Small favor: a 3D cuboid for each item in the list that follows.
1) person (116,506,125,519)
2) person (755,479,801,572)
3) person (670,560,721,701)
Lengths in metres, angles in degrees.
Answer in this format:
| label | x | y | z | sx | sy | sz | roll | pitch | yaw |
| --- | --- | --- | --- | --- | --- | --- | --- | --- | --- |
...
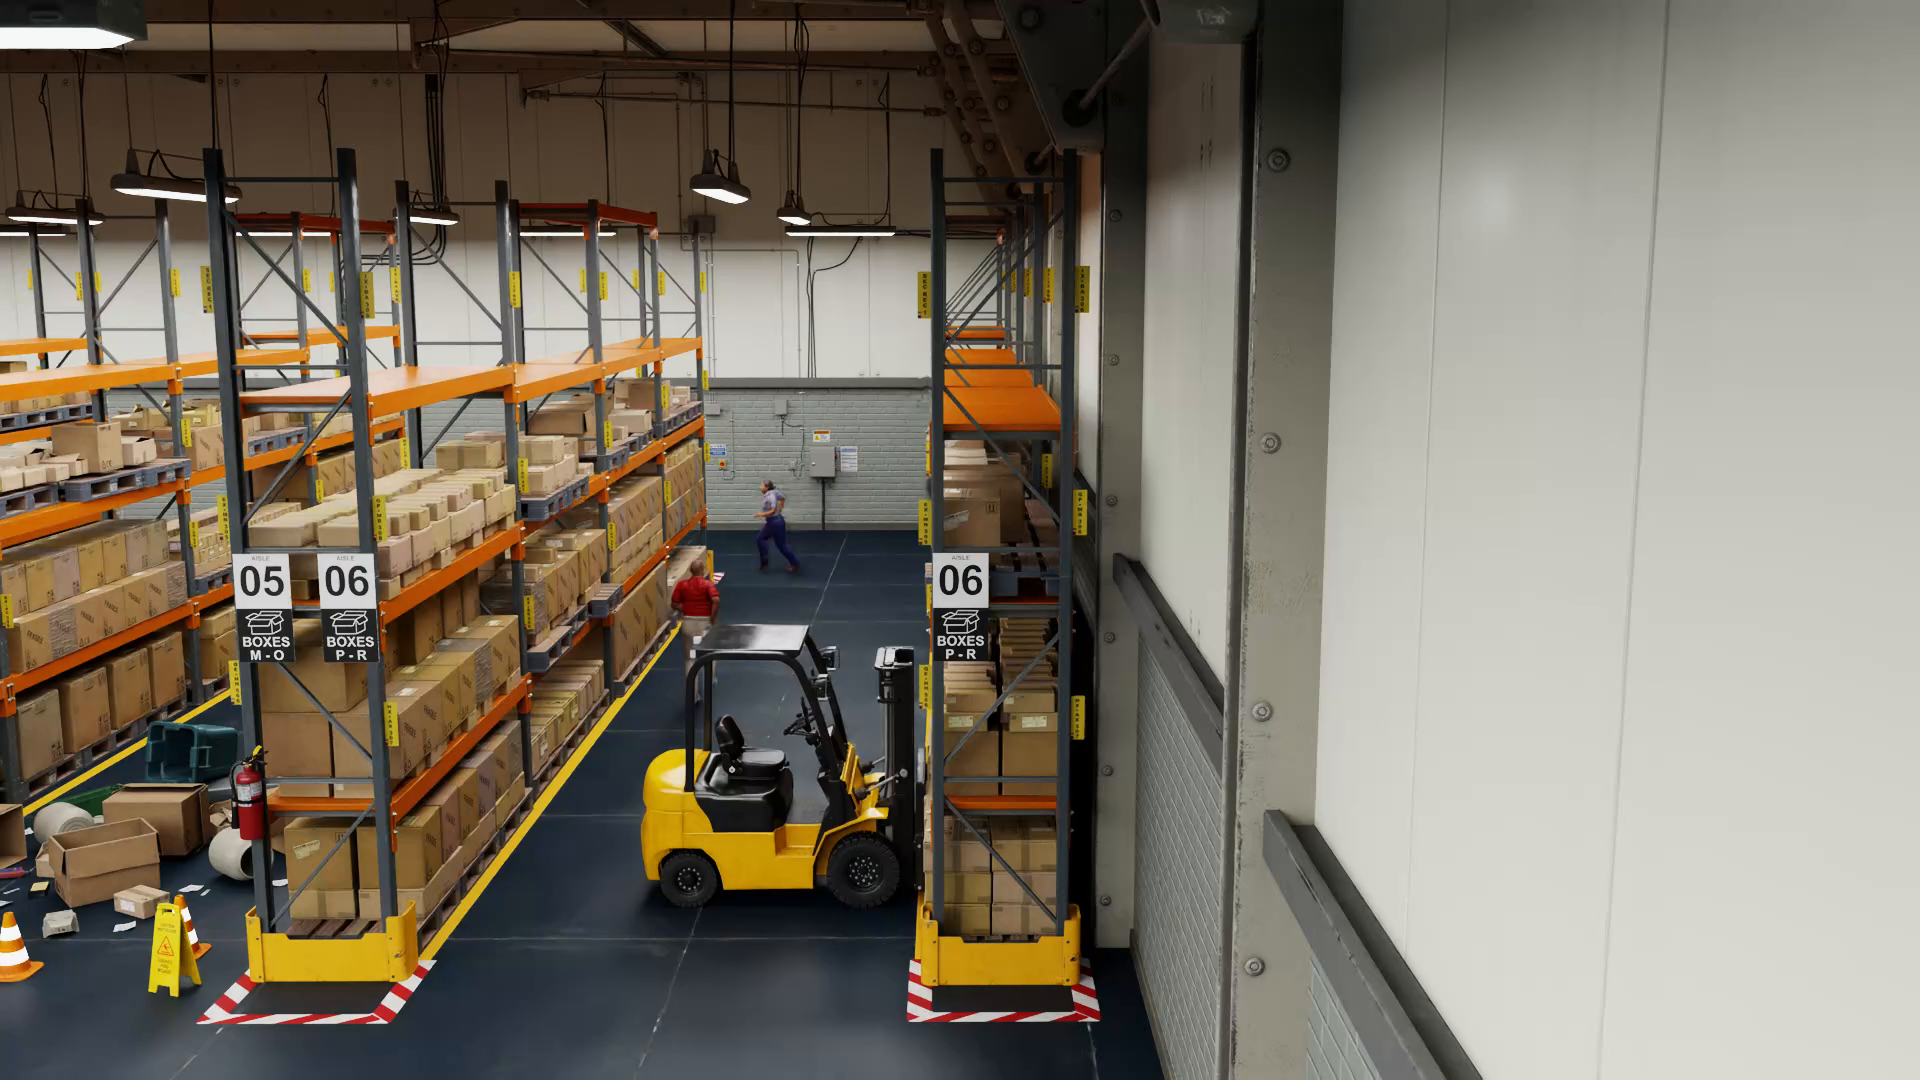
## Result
| label | x | y | z | sx | sy | sz | roll | pitch | yaw |
| --- | --- | --- | --- | --- | --- | --- | --- | --- | --- |
| person | -15.361 | -0.430 | 30.122 | 0.726 | 1.647 | 0.517 | 6 | 11 | 32 |
| person | -3.165 | -0.236 | 28.910 | 0.802 | 1.653 | 0.642 | -1 | 9 | -4 |
| person | -3.181 | 1.083 | 20.182 | 0.650 | 1.698 | 0.745 | 0 | 9 | 1 |
